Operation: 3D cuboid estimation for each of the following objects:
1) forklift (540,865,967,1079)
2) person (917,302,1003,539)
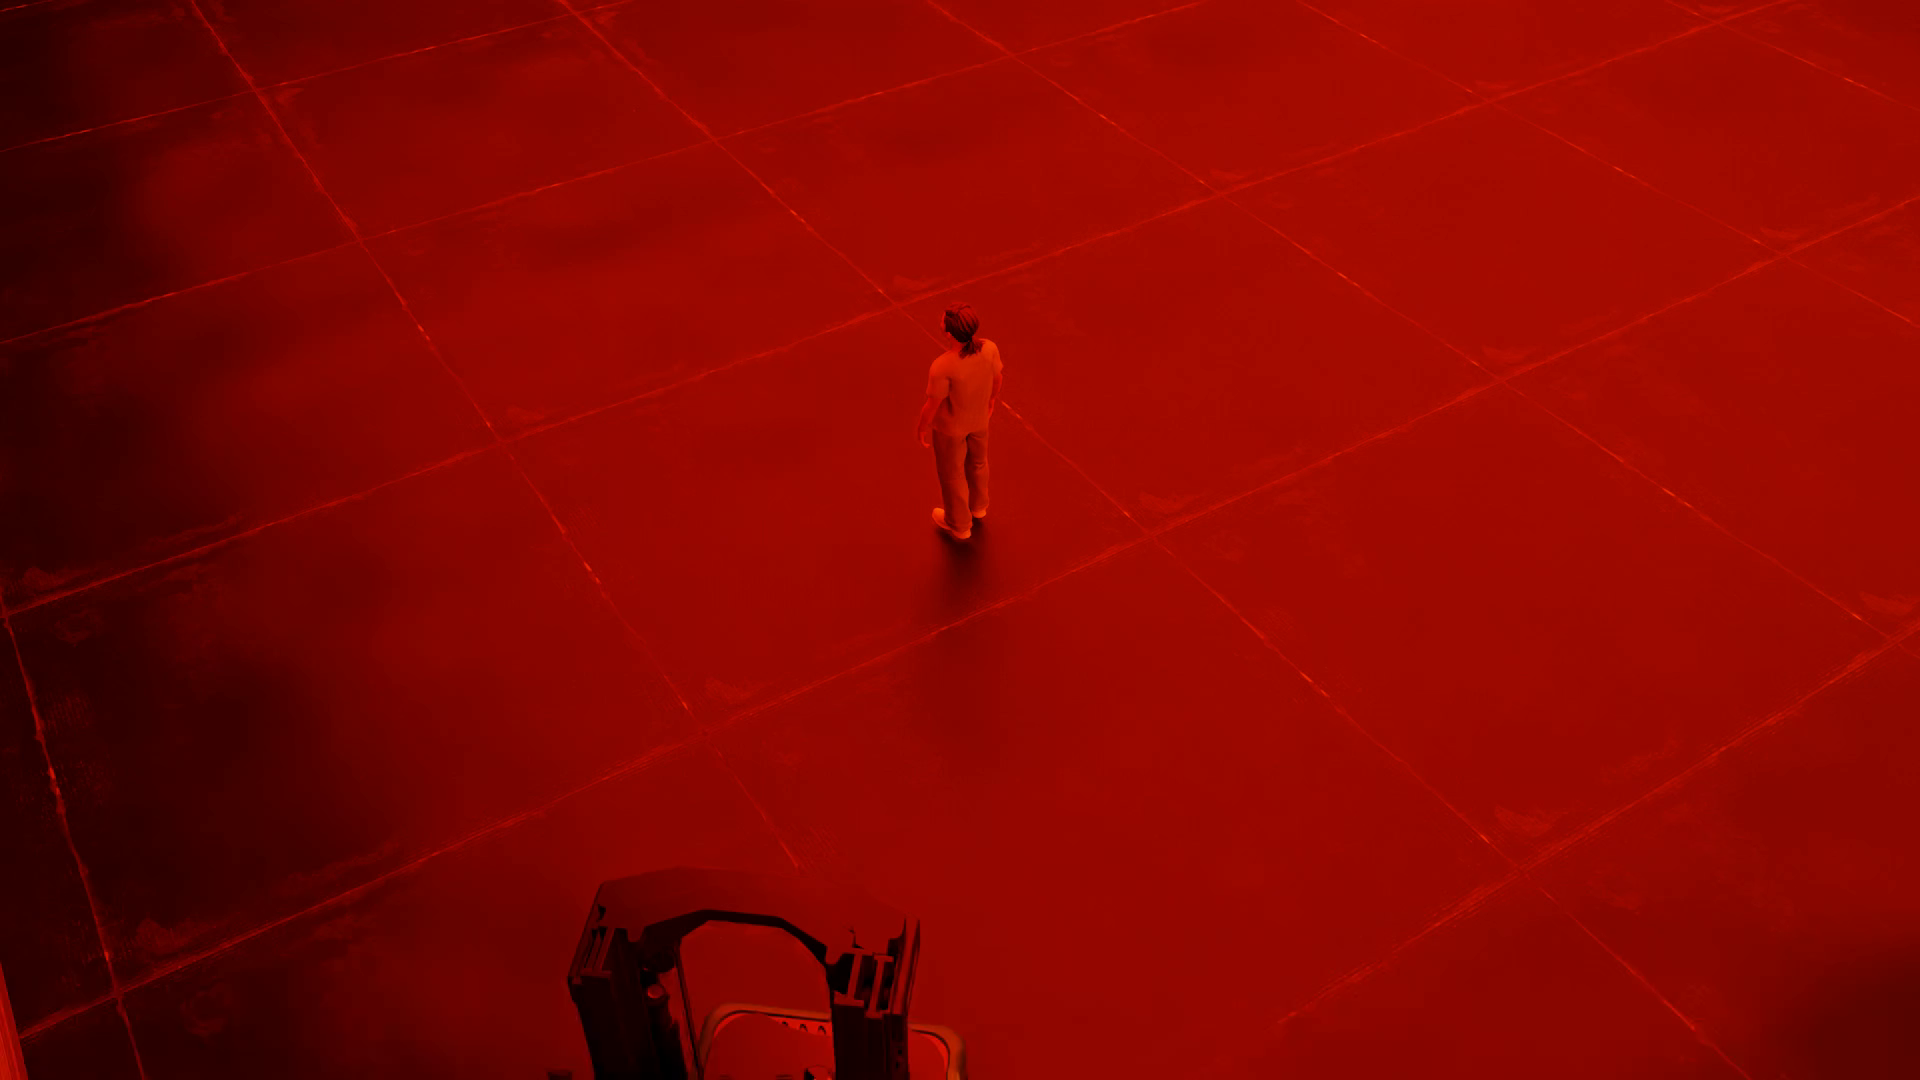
[{"bbox_3d":[-0.664,2.489,5.023,1.130,2.935,3.031,5,41,6],"label":"forklift"},{"bbox_3d":[-0.028,-0.712,9.568,0.549,1.675,0.549,-23,46,-24],"label":"person"}]
